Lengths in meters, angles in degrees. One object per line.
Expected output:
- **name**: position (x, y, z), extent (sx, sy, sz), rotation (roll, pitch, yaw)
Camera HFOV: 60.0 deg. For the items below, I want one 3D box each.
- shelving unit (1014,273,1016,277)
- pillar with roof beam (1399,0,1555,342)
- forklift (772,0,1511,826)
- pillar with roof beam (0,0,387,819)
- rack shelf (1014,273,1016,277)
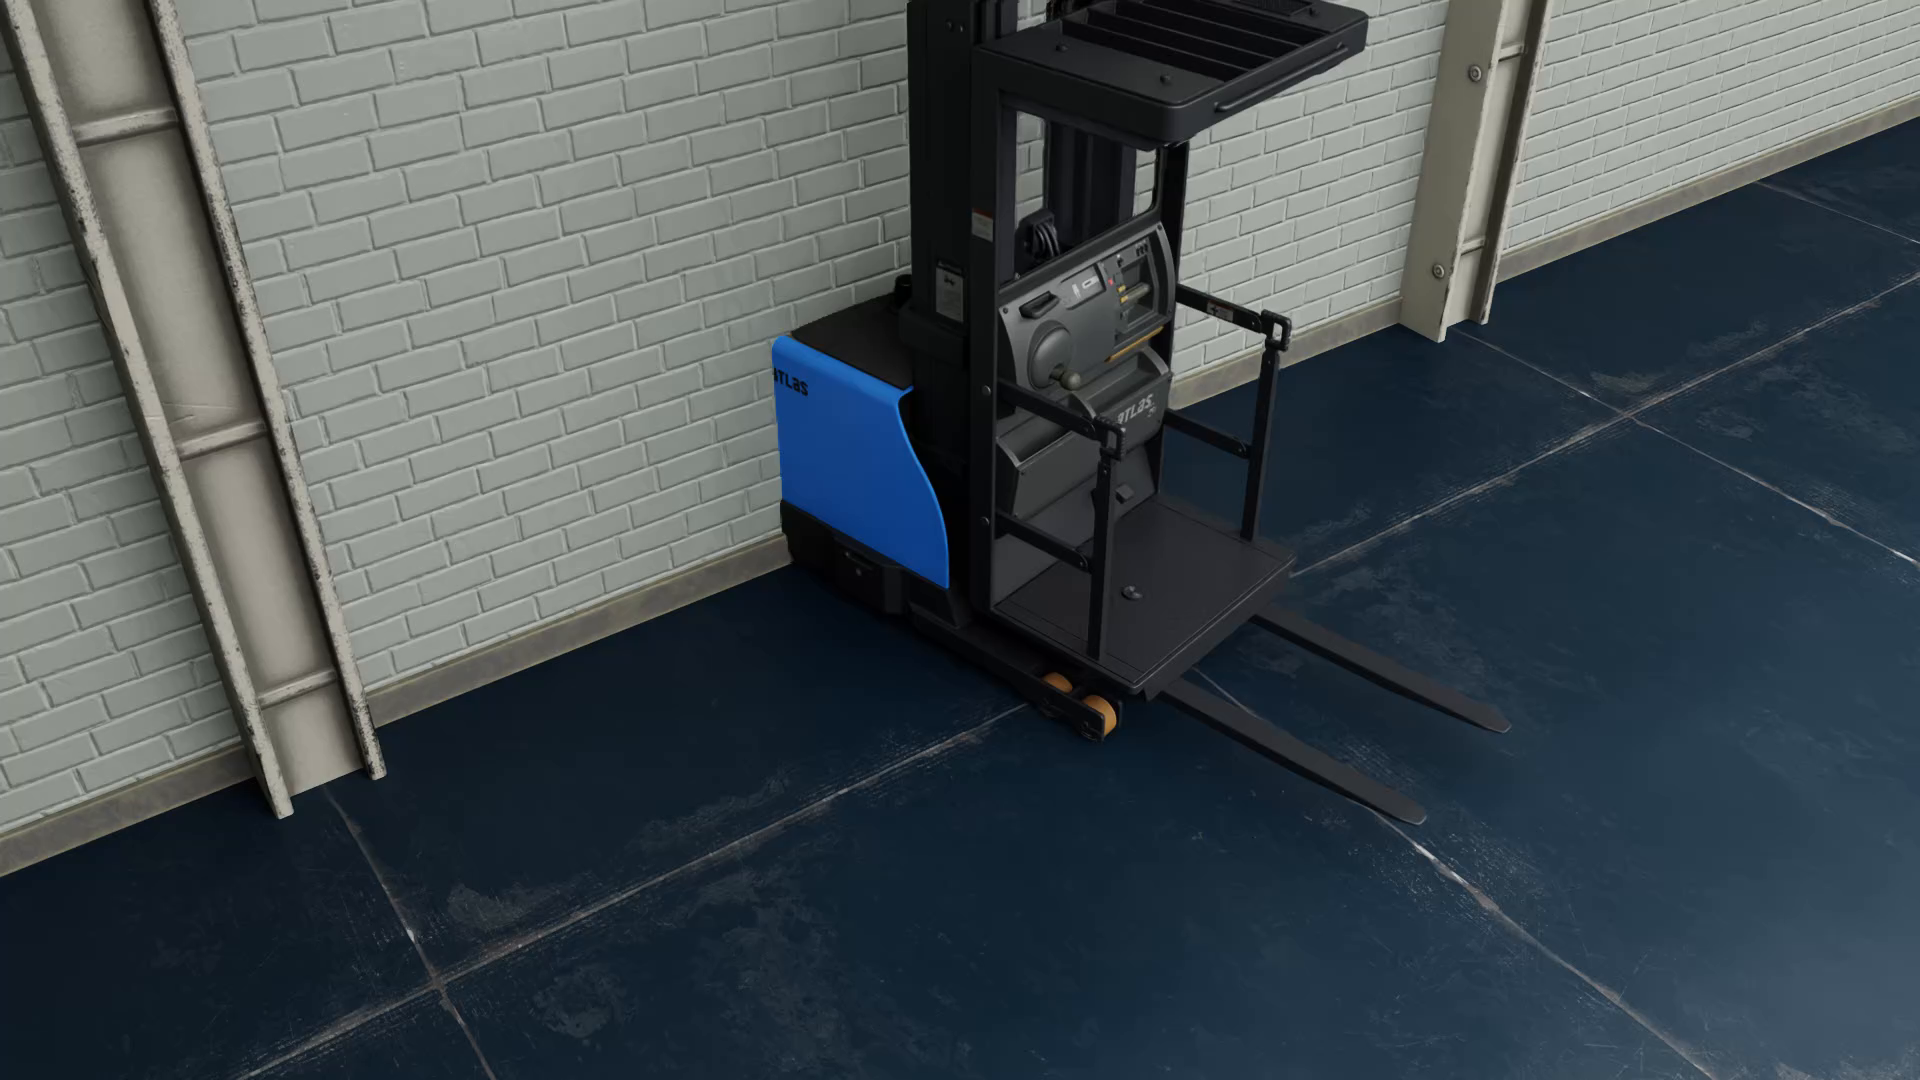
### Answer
- **shelving unit**: position (0.148, -0.635, 7.152), extent (0.503, 1.200, 0.258), rotation (-32, 43, -22)
- **pillar with roof beam**: position (5.048, -2.768, 3.392), extent (0.400, 9.000, 9.100), rotation (-22, 41, -28)
- **forklift**: position (0.625, -0.792, 5.840), extent (3.031, 2.935, 1.130), rotation (28, 44, 33)
- **pillar with roof beam**: position (0.143, -0.750, 0.586), extent (0.400, 9.000, 9.100), rotation (-22, 41, -28)
- **rack shelf**: position (0.073, -0.950, 6.891), extent (0.480, 0.148, 0.258), rotation (-32, 43, -22)
